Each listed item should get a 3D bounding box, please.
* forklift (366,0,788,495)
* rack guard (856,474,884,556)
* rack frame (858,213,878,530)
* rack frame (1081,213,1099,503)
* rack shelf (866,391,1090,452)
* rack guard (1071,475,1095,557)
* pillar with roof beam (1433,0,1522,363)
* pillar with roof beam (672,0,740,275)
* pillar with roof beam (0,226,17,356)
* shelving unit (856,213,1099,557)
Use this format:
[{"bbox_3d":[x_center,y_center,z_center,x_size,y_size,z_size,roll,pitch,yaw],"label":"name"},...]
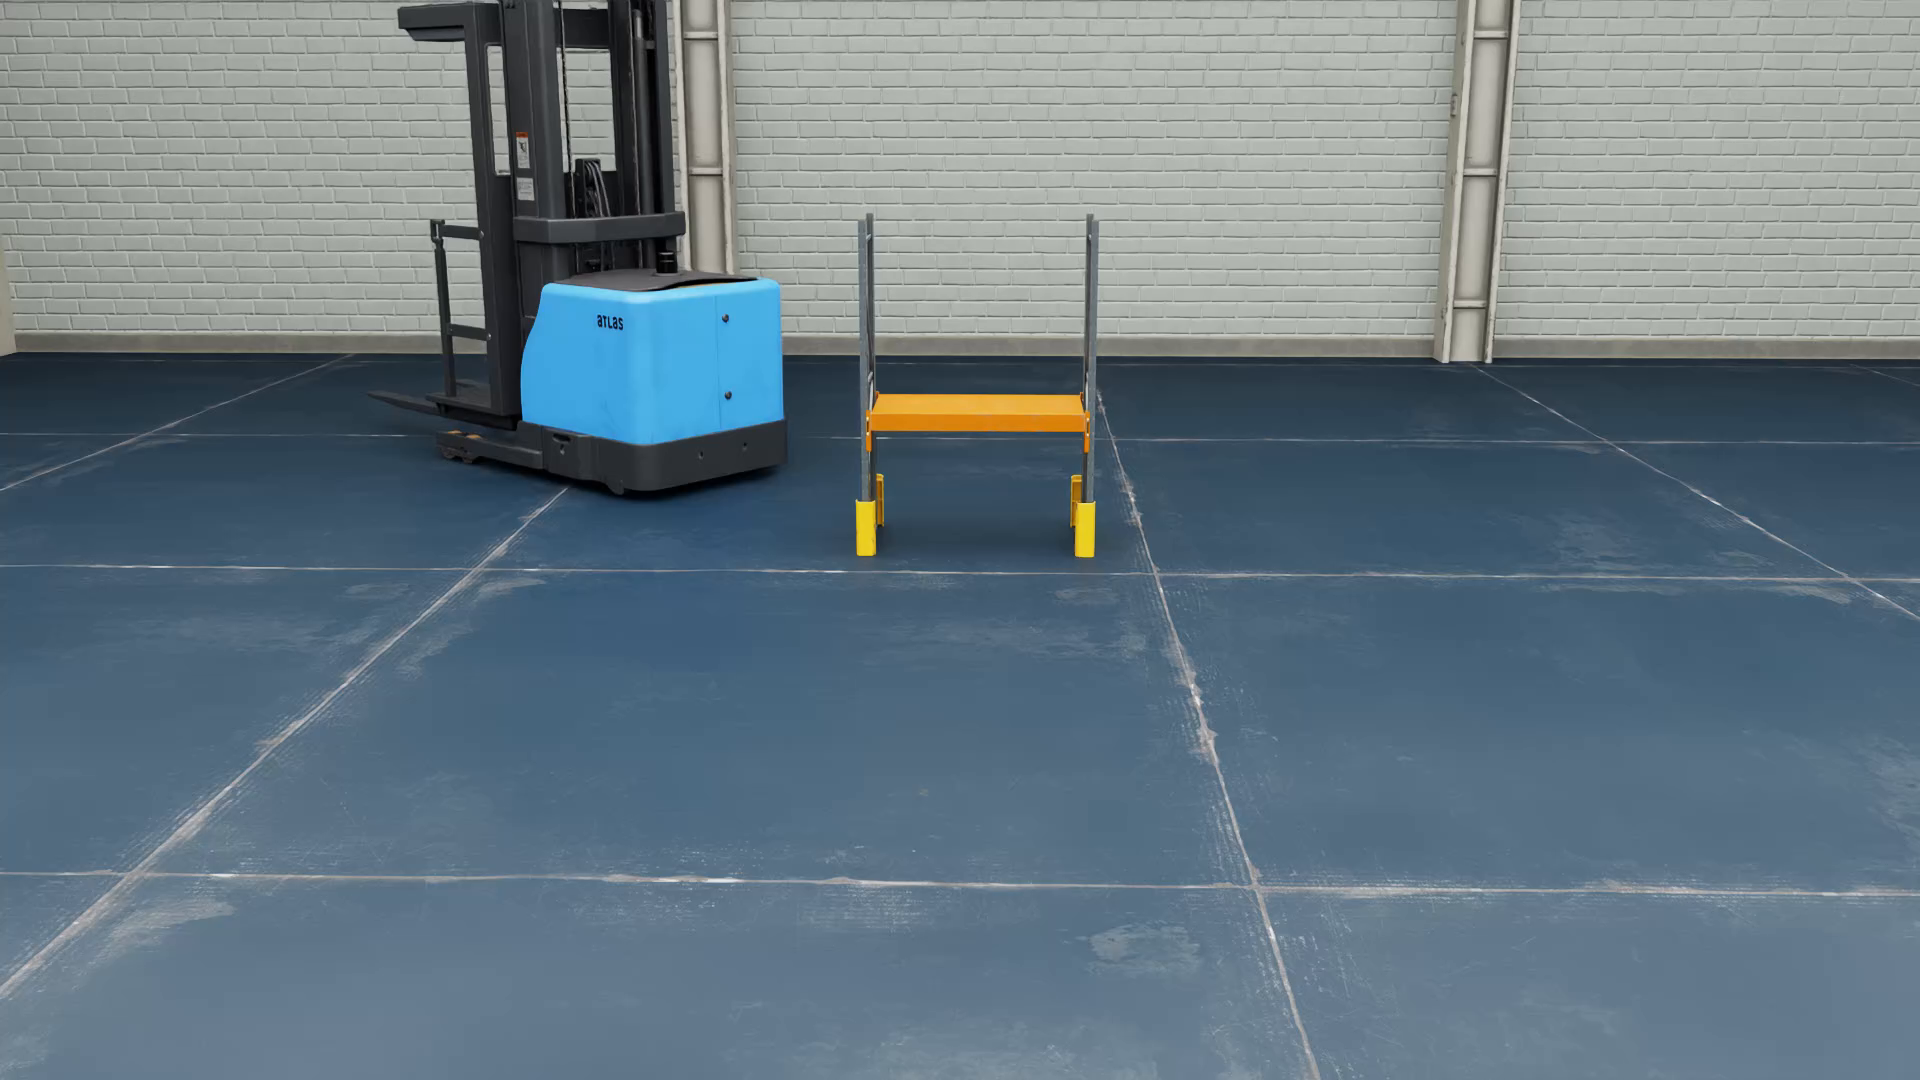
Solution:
[{"bbox_3d":[-2.394,-1.941,9.453,3.031,2.935,1.130,13,19,40],"label":"forklift"},{"bbox_3d":[-0.422,-0.124,7.819,0.087,0.250,0.587,0,15,1],"label":"rack guard"},{"bbox_3d":[-0.423,-0.728,7.659,0.032,1.500,0.500,0,15,1],"label":"rack frame"},{"bbox_3d":[0.593,-0.721,7.634,0.032,1.500,0.500,0,15,1],"label":"rack frame"},{"bbox_3d":[0.085,-0.551,7.692,1.000,0.185,0.538,0,15,1],"label":"rack shelf"},{"bbox_3d":[0.574,-0.117,7.794,0.087,0.250,0.587,0,15,1],"label":"rack guard"},{"bbox_3d":[3.906,-4.695,7.996,0.400,9.000,9.100,0,15,1],"label":"pillar with roof beam"},{"bbox_3d":[-2.092,-4.734,8.145,0.400,9.000,9.100,0,15,1],"label":"pillar with roof beam"},{"bbox_3d":[-8.090,-4.773,8.293,0.400,9.000,9.100,0,15,1],"label":"pillar with roof beam"},{"bbox_3d":[0.076,-0.725,7.647,1.083,1.500,0.587,0,15,1],"label":"shelving unit"}]
